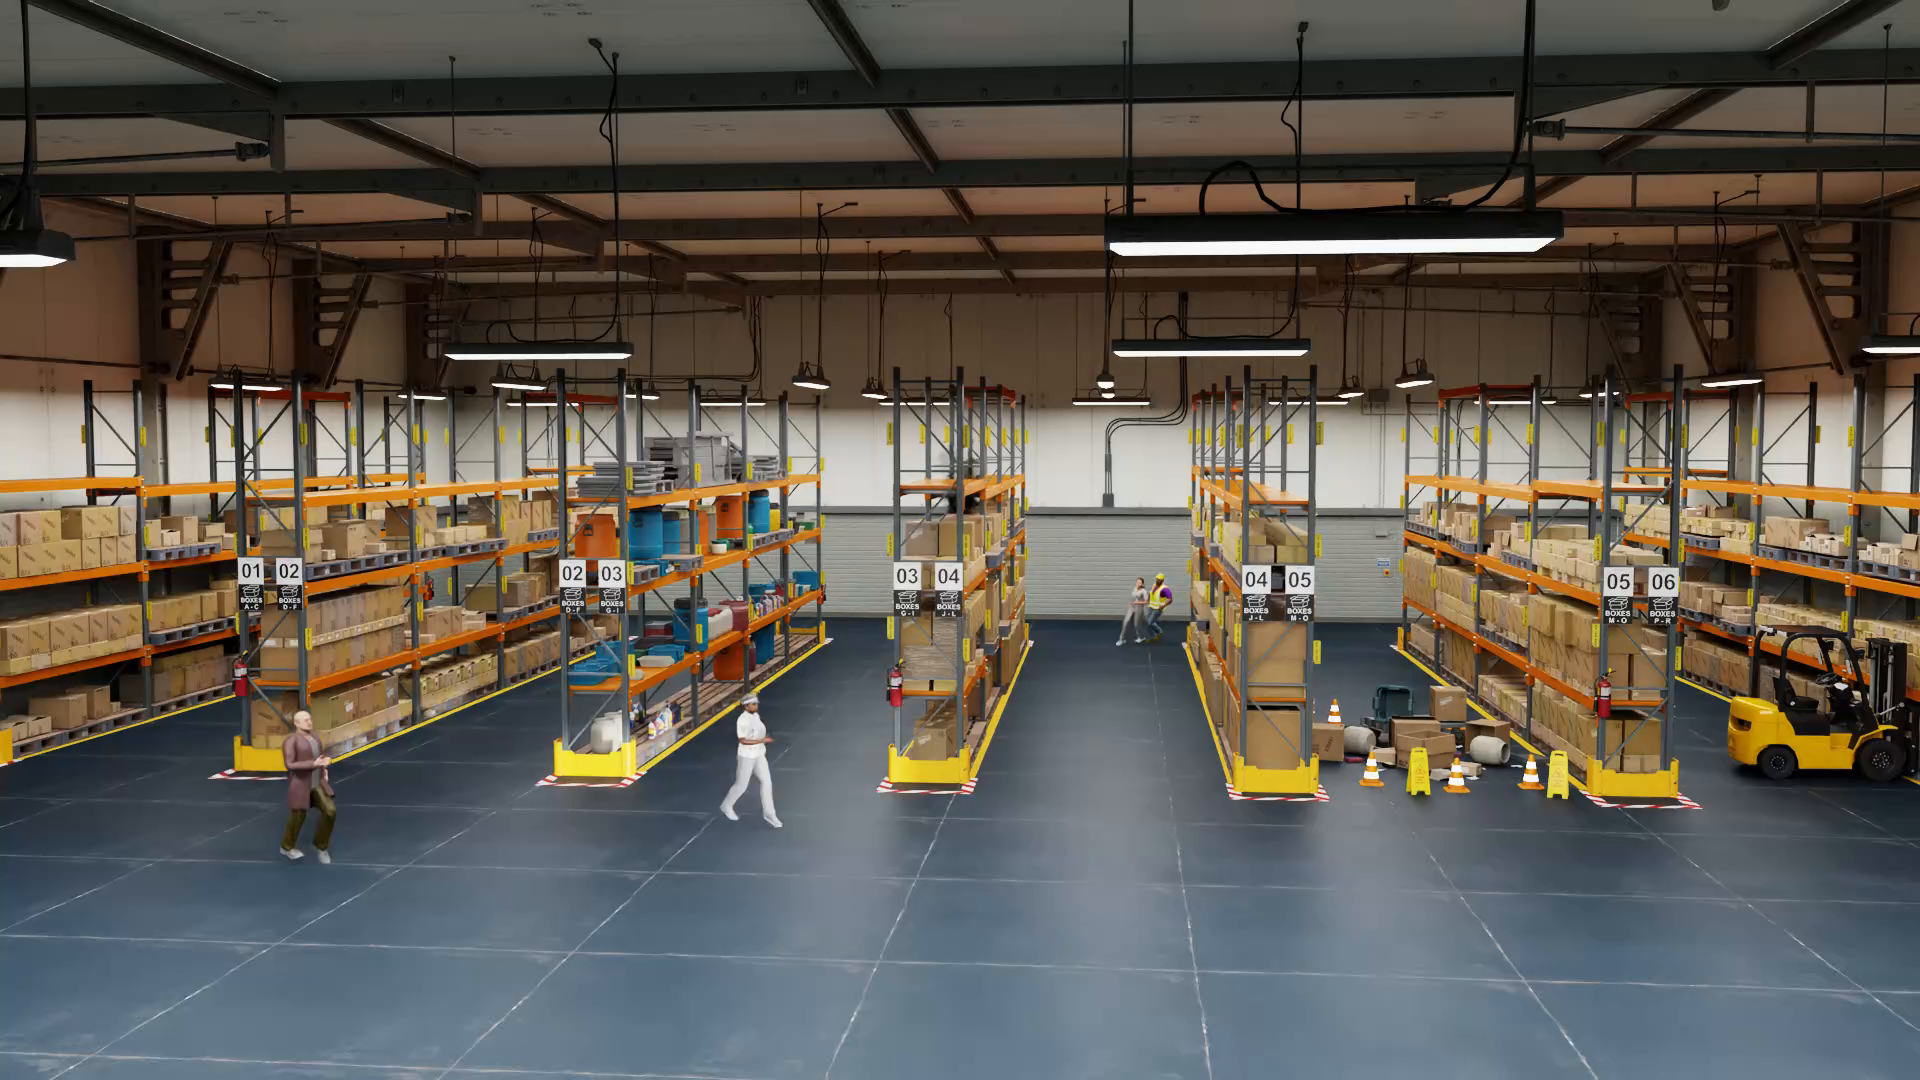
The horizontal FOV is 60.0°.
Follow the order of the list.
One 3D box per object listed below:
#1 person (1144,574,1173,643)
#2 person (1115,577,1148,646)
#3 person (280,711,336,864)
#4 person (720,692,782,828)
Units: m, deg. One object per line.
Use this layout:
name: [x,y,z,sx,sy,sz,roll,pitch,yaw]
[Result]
person: [4.745,1.655,40.194,0.509,1.707,0.774,-2,4,-34]
person: [4.235,1.704,39.771,0.679,1.647,0.885,3,5,43]
person: [-7.643,2.912,19.469,0.811,1.834,0.672,2,4,29]
person: [-2.693,2.809,21.389,0.879,1.725,0.558,2,4,30]
